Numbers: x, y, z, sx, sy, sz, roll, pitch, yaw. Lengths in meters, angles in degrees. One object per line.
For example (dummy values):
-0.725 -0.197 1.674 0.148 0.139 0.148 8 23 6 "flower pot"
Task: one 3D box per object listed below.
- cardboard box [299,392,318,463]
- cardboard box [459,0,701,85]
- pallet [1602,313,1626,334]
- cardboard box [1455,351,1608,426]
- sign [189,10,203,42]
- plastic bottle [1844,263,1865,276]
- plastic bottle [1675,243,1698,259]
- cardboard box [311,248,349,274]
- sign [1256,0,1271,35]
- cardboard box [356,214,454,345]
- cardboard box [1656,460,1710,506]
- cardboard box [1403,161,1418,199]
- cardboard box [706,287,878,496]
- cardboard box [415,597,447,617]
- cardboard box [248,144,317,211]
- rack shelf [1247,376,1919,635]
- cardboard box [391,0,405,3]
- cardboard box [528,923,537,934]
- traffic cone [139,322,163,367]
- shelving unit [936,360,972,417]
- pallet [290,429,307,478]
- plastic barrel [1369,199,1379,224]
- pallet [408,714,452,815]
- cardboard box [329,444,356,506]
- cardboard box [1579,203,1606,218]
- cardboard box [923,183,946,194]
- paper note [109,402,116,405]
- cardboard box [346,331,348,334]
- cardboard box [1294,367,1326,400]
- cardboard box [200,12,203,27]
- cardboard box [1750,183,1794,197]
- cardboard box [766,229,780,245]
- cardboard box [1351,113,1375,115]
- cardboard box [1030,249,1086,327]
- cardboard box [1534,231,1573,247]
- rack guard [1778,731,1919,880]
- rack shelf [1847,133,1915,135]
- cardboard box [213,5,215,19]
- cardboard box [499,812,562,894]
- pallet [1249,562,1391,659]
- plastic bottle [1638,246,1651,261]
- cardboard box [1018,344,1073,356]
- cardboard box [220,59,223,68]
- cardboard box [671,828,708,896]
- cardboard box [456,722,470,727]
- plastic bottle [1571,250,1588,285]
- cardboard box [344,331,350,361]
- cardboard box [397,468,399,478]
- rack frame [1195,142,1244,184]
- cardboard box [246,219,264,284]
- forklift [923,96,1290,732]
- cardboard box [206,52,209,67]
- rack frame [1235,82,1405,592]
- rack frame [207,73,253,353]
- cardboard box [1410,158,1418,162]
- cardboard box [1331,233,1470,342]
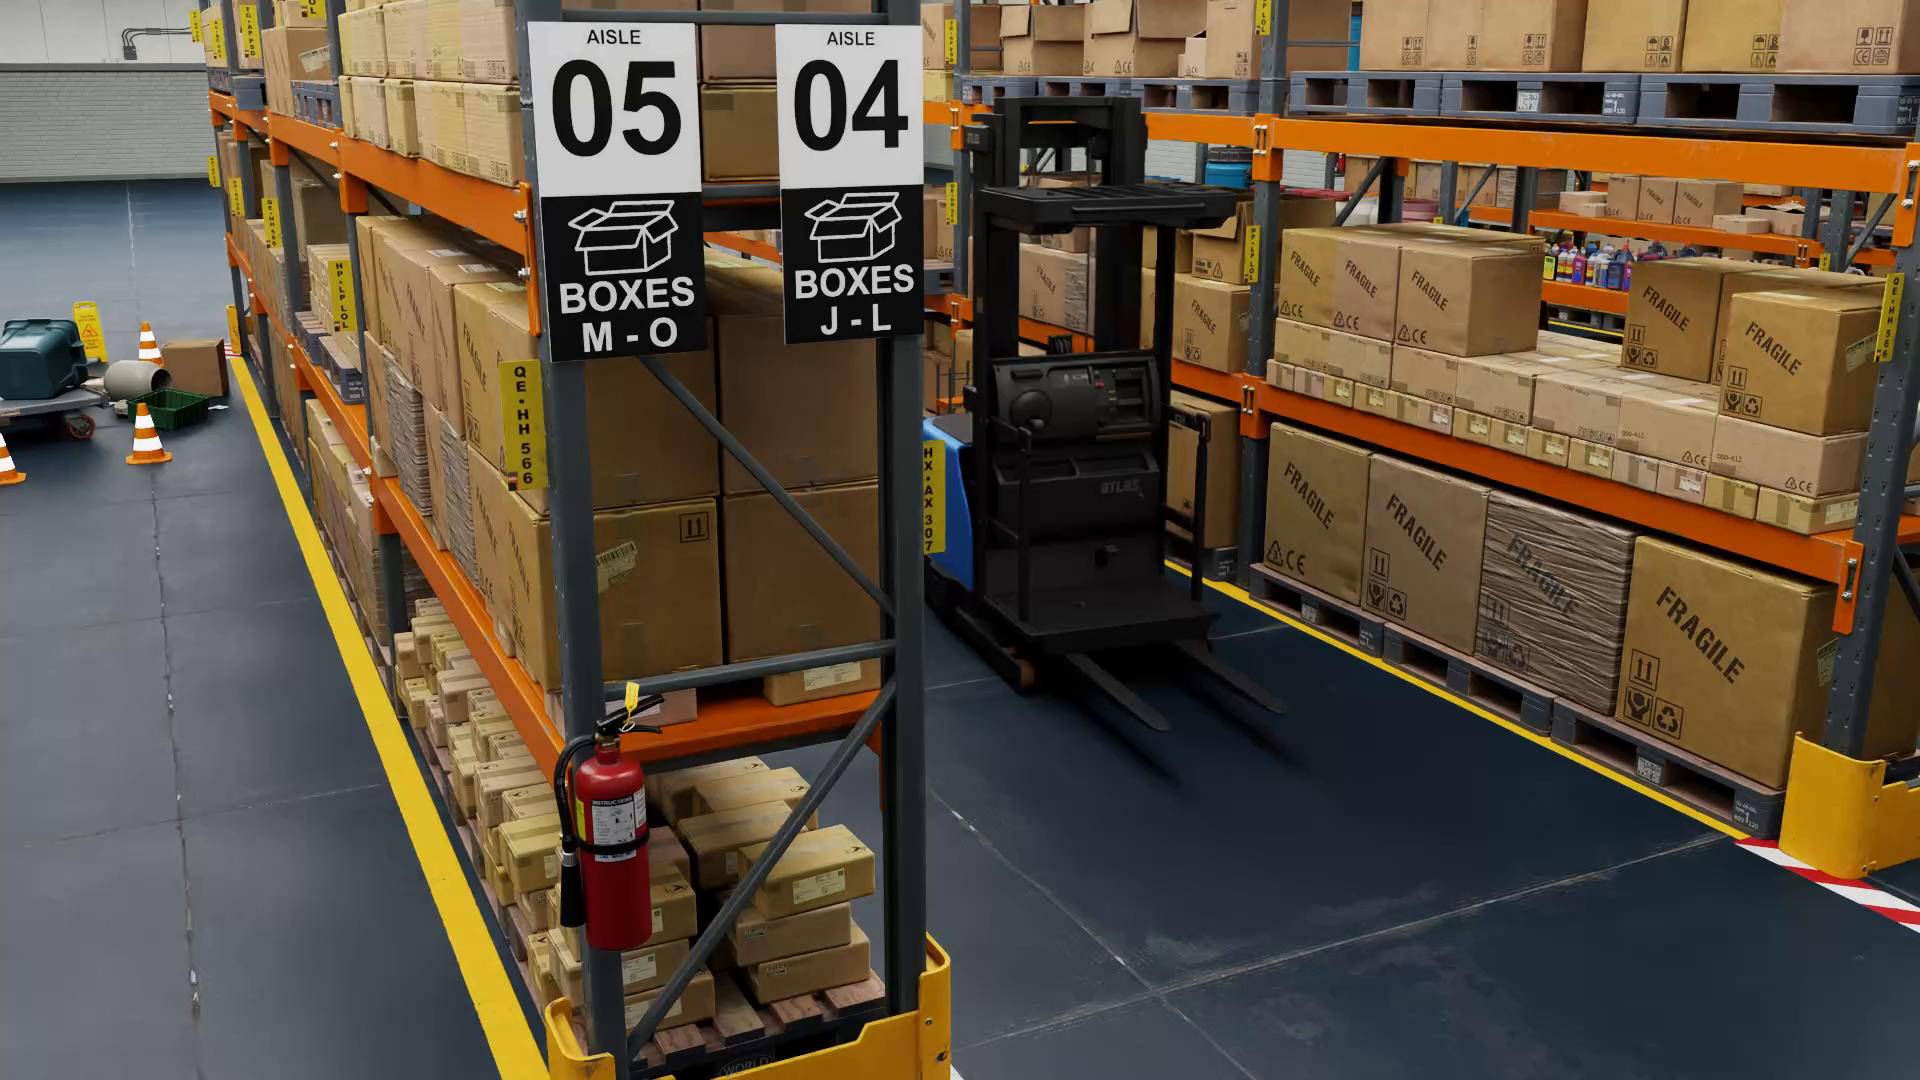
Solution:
-4.265 -0.903 12.276 1.050 0.750 0.750 -8 18 -26 "cardboard box"
-1.005 -1.330 4.376 0.500 0.250 0.500 -8 18 -27 "cardboard box"
8.474 -2.562 19.795 1.003 0.211 1.213 -8 18 -25 "pallet"
2.801 -0.751 8.162 0.500 0.250 0.500 -8 18 -25 "cardboard box"
-8.086 -5.439 17.599 0.100 0.325 0.005 -8 18 -25 "sign"
6.748 -1.914 12.573 0.144 0.351 0.185 -8 18 -25 "plastic bottle"
6.109 -2.314 13.966 0.144 0.351 0.185 -8 18 -25 "plastic bottle"
-3.931 -1.783 10.643 0.380 0.149 0.250 -8 18 -26 "cardboard box"
1.692 -2.977 9.240 0.100 0.325 0.005 -8 18 -25 "sign"
-2.348 -1.159 7.319 0.500 0.500 0.500 -7 18 -24 "cardboard box"
3.251 -0.266 7.195 0.380 0.149 0.250 -8 18 -25 "cardboard box"
6.465 -5.052 23.236 0.700 0.500 0.500 -8 18 -25 "cardboard box"
-0.533 -0.452 4.855 0.500 0.500 0.500 -8 18 -25 "cardboard box"
-2.362 0.364 7.872 0.380 0.149 0.250 -7 17 -23 "cardboard box"
-5.963 -3.299 15.080 0.875 0.550 0.550 -8 18 -25 "cardboard box"
3.052 -0.361 8.376 1.077 0.370 4.000 -8 18 -25 "rack shelf"
-1.758 -1.934 5.757 0.380 0.149 0.250 -8 18 -27 "cardboard box"
-1.355 1.239 5.902 0.380 0.149 0.250 -7 18 -24 "cardboard box"
-8.628 -2.082 17.666 0.336 0.463 0.334 -8 18 -25 "traffic cone"
-0.006 -0.580 11.098 0.258 1.200 0.189 -8 18 -25 "shelving unit"
-4.888 -0.787 13.610 1.003 0.211 1.213 -8 18 -25 "pallet"
4.233 -3.076 16.331 0.421 0.512 0.421 0 16 0 "plastic barrel"
-2.001 0.874 7.823 1.003 0.211 1.213 -8 18 -25 "pallet"
-3.338 -0.402 9.625 0.500 0.250 0.500 -9 18 -27 "cardboard box"
7.782 -4.018 20.269 0.380 0.149 0.250 -8 18 -25 "cardboard box"
-0.486 -3.020 15.386 0.797 0.503 0.637 -6 17 -19 "cardboard box"
-8.072 -1.297 15.730 0.172 0.023 0.155 -2 16 -6 "paper note"
-3.260 -1.254 9.338 0.380 0.149 0.250 -8 18 -25 "cardboard box"
2.121 -0.904 9.417 0.380 0.149 0.250 -8 18 -27 "cardboard box"
-7.724 -5.437 17.389 0.380 0.149 0.250 -7 18 -24 "cardboard box"
11.549 -5.001 23.475 0.500 0.250 0.500 -8 18 -25 "cardboard box"
-1.788 -3.147 17.234 0.380 0.149 0.250 -8 18 -25 "cardboard box"
6.042 -5.916 23.895 0.700 0.500 0.500 -8 18 -25 "cardboard box"
0.847 -1.835 12.027 0.500 0.500 0.500 -8 18 -26 "cardboard box"
7.656 -3.776 21.836 0.500 0.500 0.500 -8 18 -25 "cardboard box"
3.939 0.996 6.873 1.175 0.500 0.348 -8 18 -25 "rack guard"
7.504 -2.402 10.048 1.077 0.370 4.000 -8 18 -25 "rack shelf"
-6.608 -4.806 15.189 0.380 0.149 0.250 -7 18 -24 "cardboard box"
-1.321 1.027 5.563 0.380 0.149 0.250 -8 18 -26 "cardboard box"
2.439 0.335 9.700 1.003 0.211 1.213 -8 18 -25 "pallet"
5.937 -2.405 14.406 0.061 0.283 0.133 -8 18 -25 "plastic bottle"
1.091 -0.980 12.318 1.225 0.875 0.875 -8 18 -25 "cardboard box"
-6.504 -4.361 15.086 0.380 0.149 0.250 -7 18 -24 "cardboard box"
-0.830 1.103 5.837 0.380 0.149 0.250 -7 18 -24 "cardboard box"
-1.910 0.772 6.992 0.380 0.149 0.250 -7 17 -22 "cardboard box"
5.240 -2.299 14.035 0.061 0.283 0.133 -8 18 -25 "plastic bottle"
-3.253 -1.107 9.365 0.380 0.149 0.250 -7 17 -22 "cardboard box"
-2.317 -0.343 7.464 0.380 0.149 0.250 -7 17 -23 "cardboard box"
3.123 -3.785 19.003 1.000 3.000 0.127 -8 18 -25 "rack frame"
-5.843 -2.498 14.335 0.500 0.500 0.500 -7 18 -24 "cardboard box"
0.697 -0.763 8.595 1.130 2.935 3.031 -6 17 -19 "forklift"
-7.610 -4.988 17.271 0.380 0.149 0.250 -7 18 -24 "cardboard box"
2.176 -1.203 10.005 1.000 3.000 0.127 -8 18 -25 "rack frame"
-7.584 -3.604 18.372 1.000 3.000 0.127 -8 18 -25 "rack frame"
6.370 -5.292 22.897 0.380 0.149 0.250 -8 18 -26 "cardboard box"
2.365 -1.362 8.931 0.500 0.500 0.500 -8 18 -25 "cardboard box"
